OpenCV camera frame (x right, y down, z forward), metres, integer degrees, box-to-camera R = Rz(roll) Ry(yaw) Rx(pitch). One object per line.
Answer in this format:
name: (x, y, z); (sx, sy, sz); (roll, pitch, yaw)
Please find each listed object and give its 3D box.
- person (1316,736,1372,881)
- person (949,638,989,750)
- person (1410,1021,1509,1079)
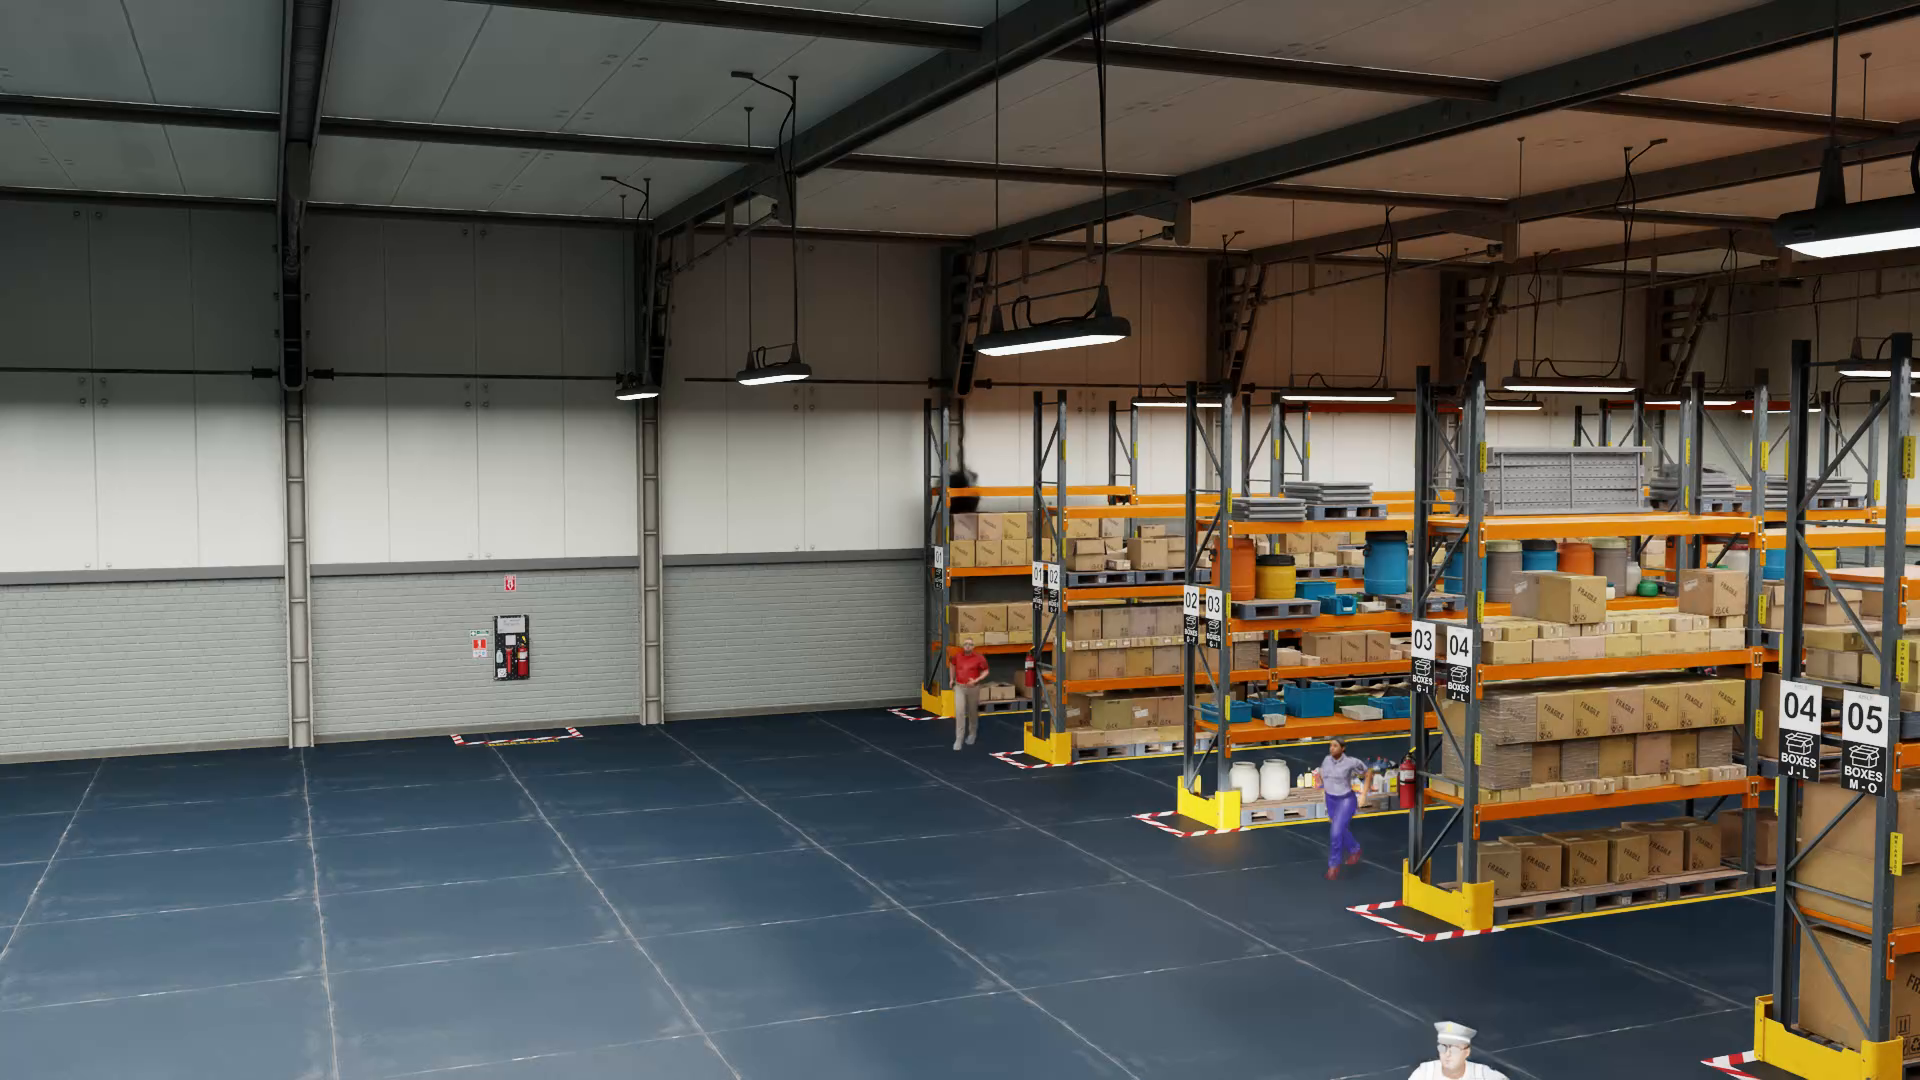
person: (4.565, 3.181, 19.953); (0.873, 1.682, 0.584); (-2, 4, -37)
person: (0.123, 2.451, 26.774); (0.657, 1.765, 0.882); (1, 3, 10)
person: (2.944, 3.709, 9.806); (0.673, 1.849, 0.927); (2, 4, 28)
